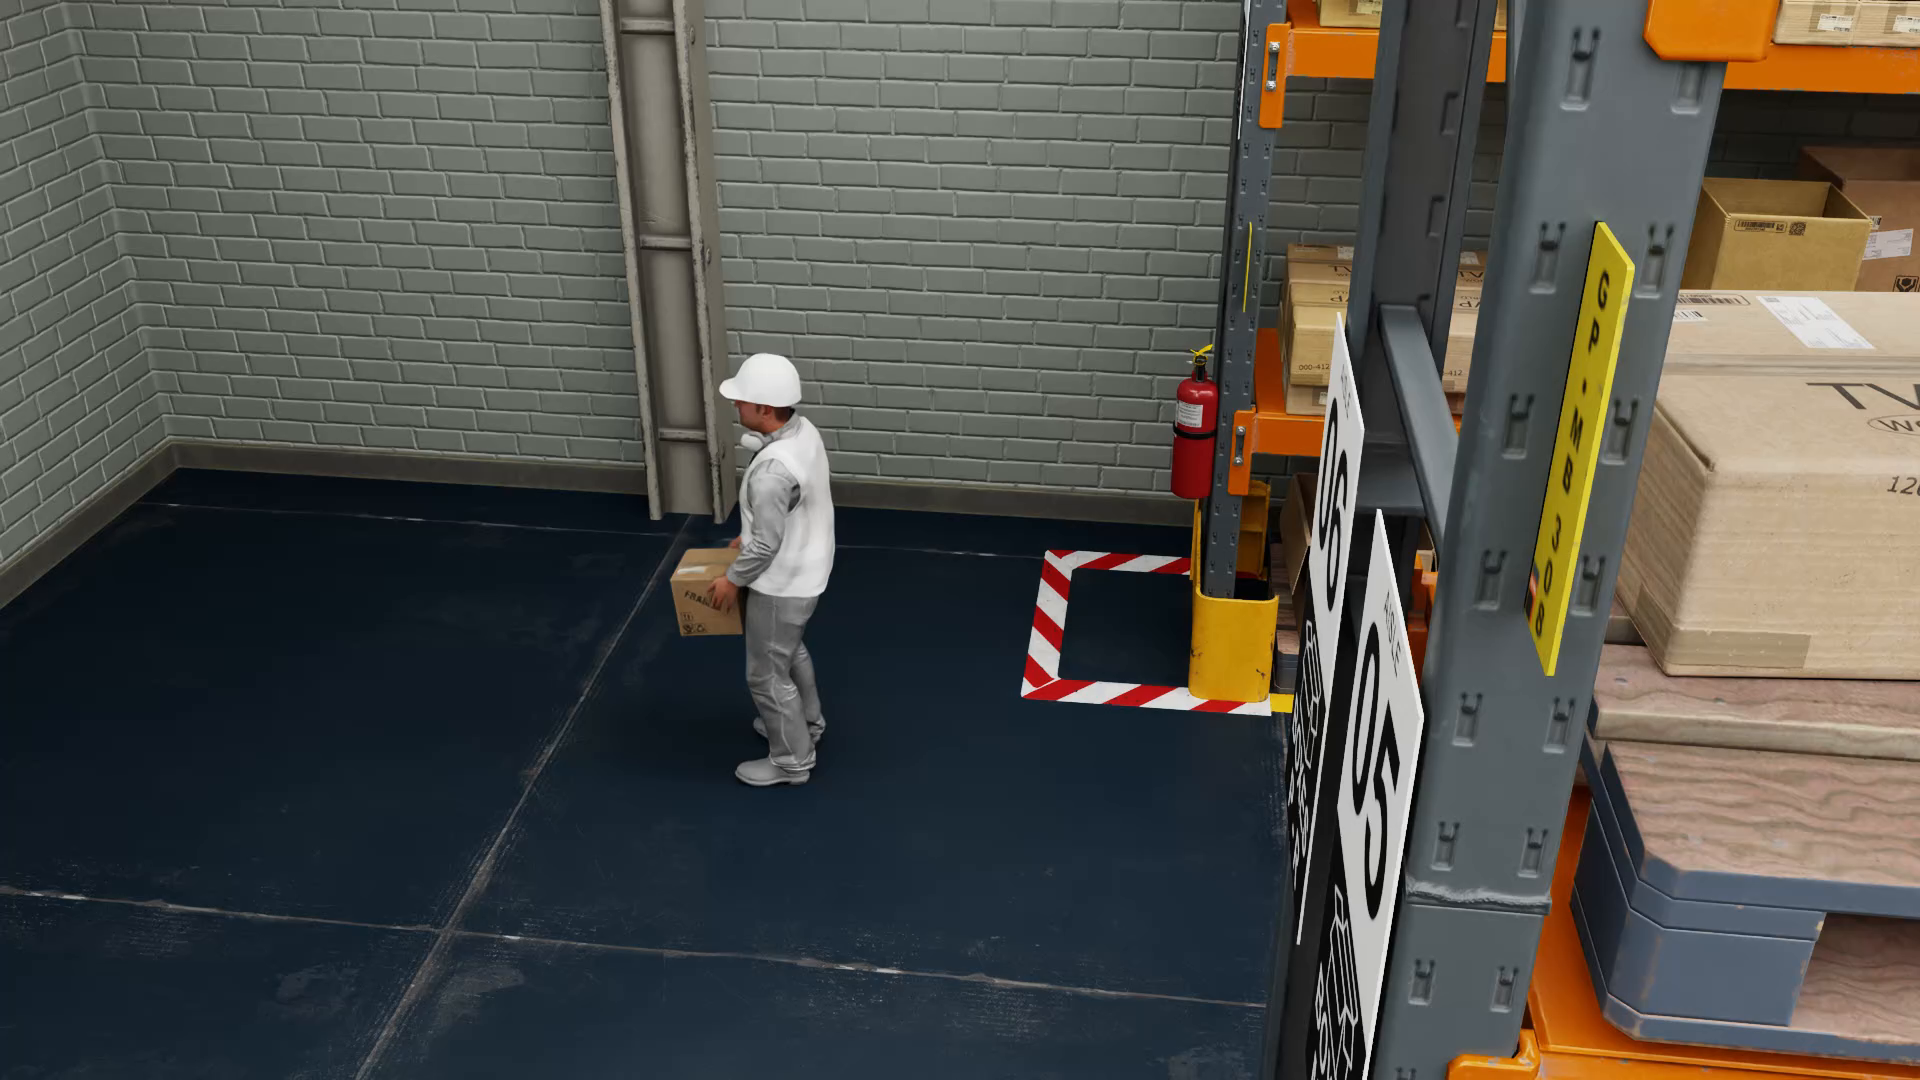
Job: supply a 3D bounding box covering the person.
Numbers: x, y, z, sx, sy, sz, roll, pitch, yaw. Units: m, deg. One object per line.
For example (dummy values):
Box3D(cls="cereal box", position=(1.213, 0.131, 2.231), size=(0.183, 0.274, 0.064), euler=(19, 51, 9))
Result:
Box3D(cls="person", position=(-0.709, 0.119, 6.364), size=(0.470, 1.779, 0.546), euler=(3, 28, 5))
